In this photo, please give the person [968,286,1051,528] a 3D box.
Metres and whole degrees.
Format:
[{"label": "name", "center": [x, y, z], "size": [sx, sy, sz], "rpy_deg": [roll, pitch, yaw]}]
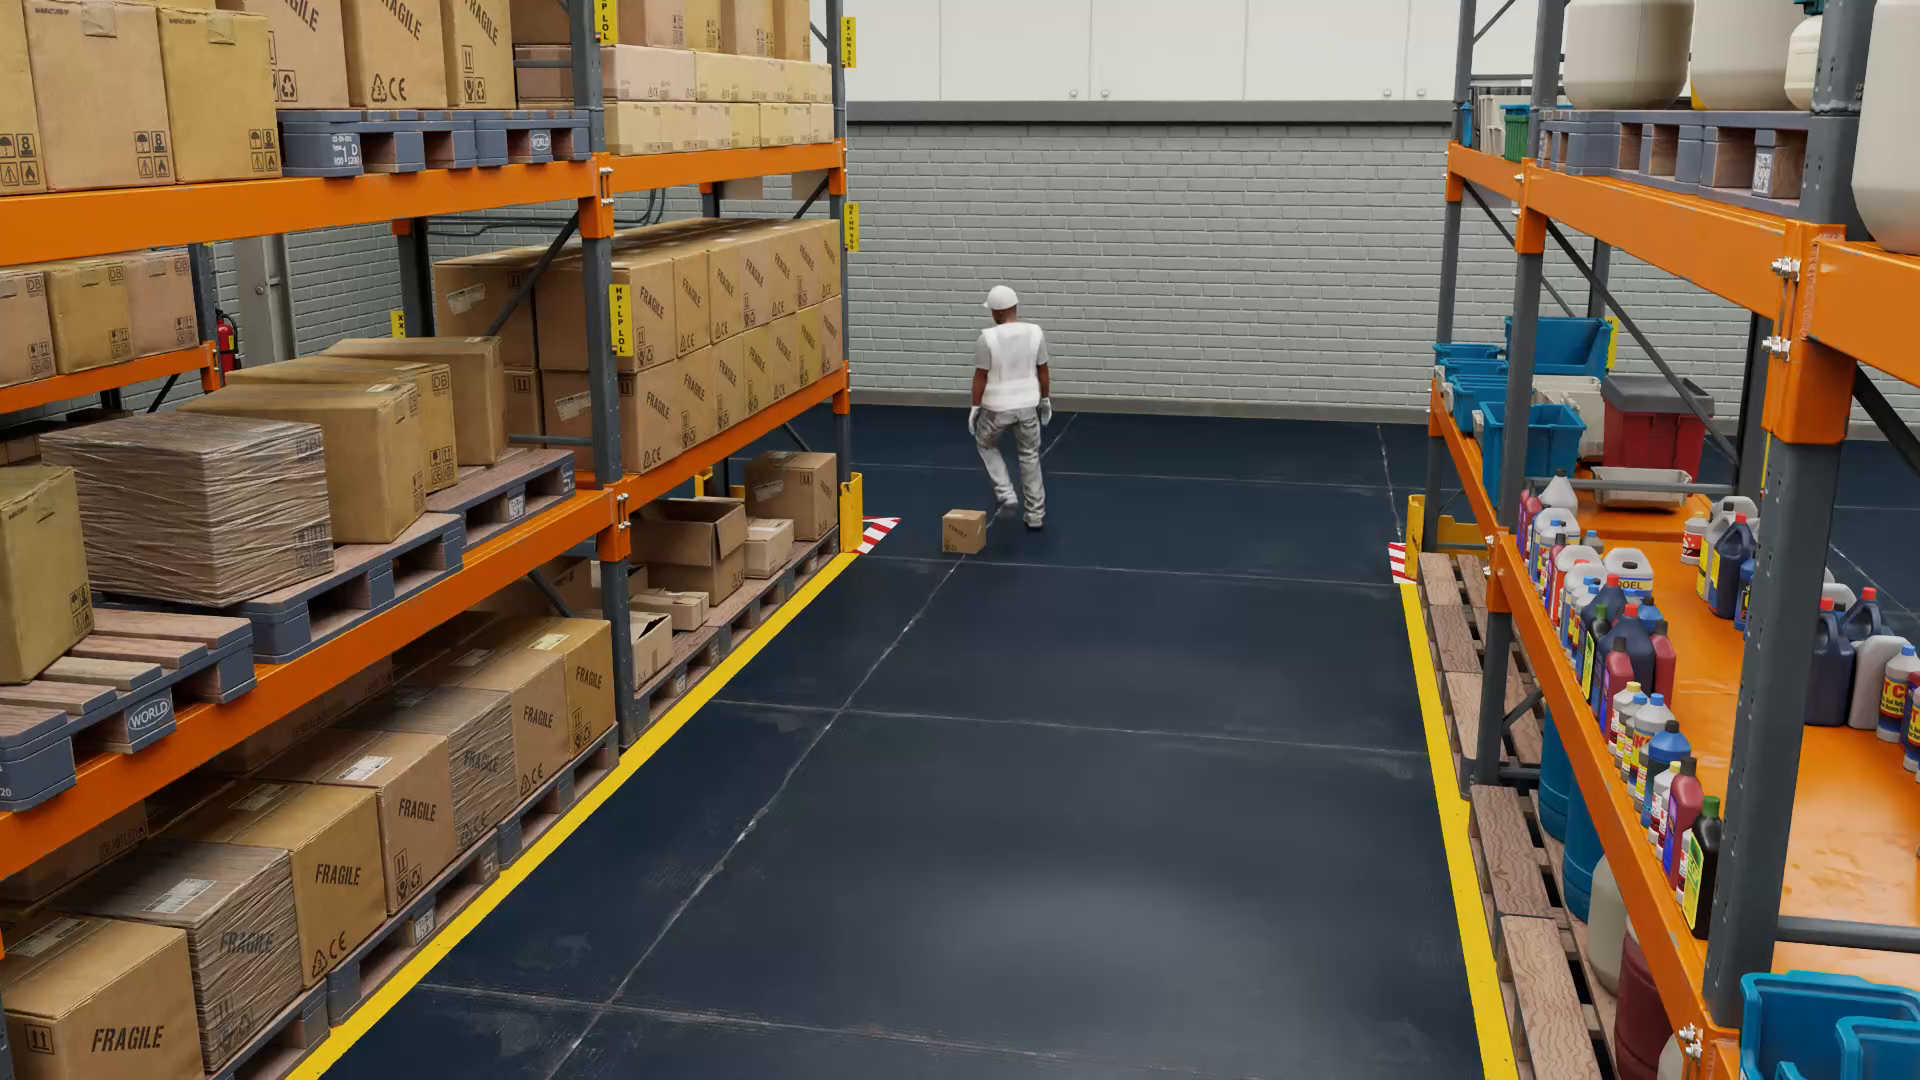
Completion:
[{"label": "person", "center": [0.350, -0.981, 12.198], "size": [0.652, 1.773, 0.475], "rpy_deg": [-3, 15, -13]}]
